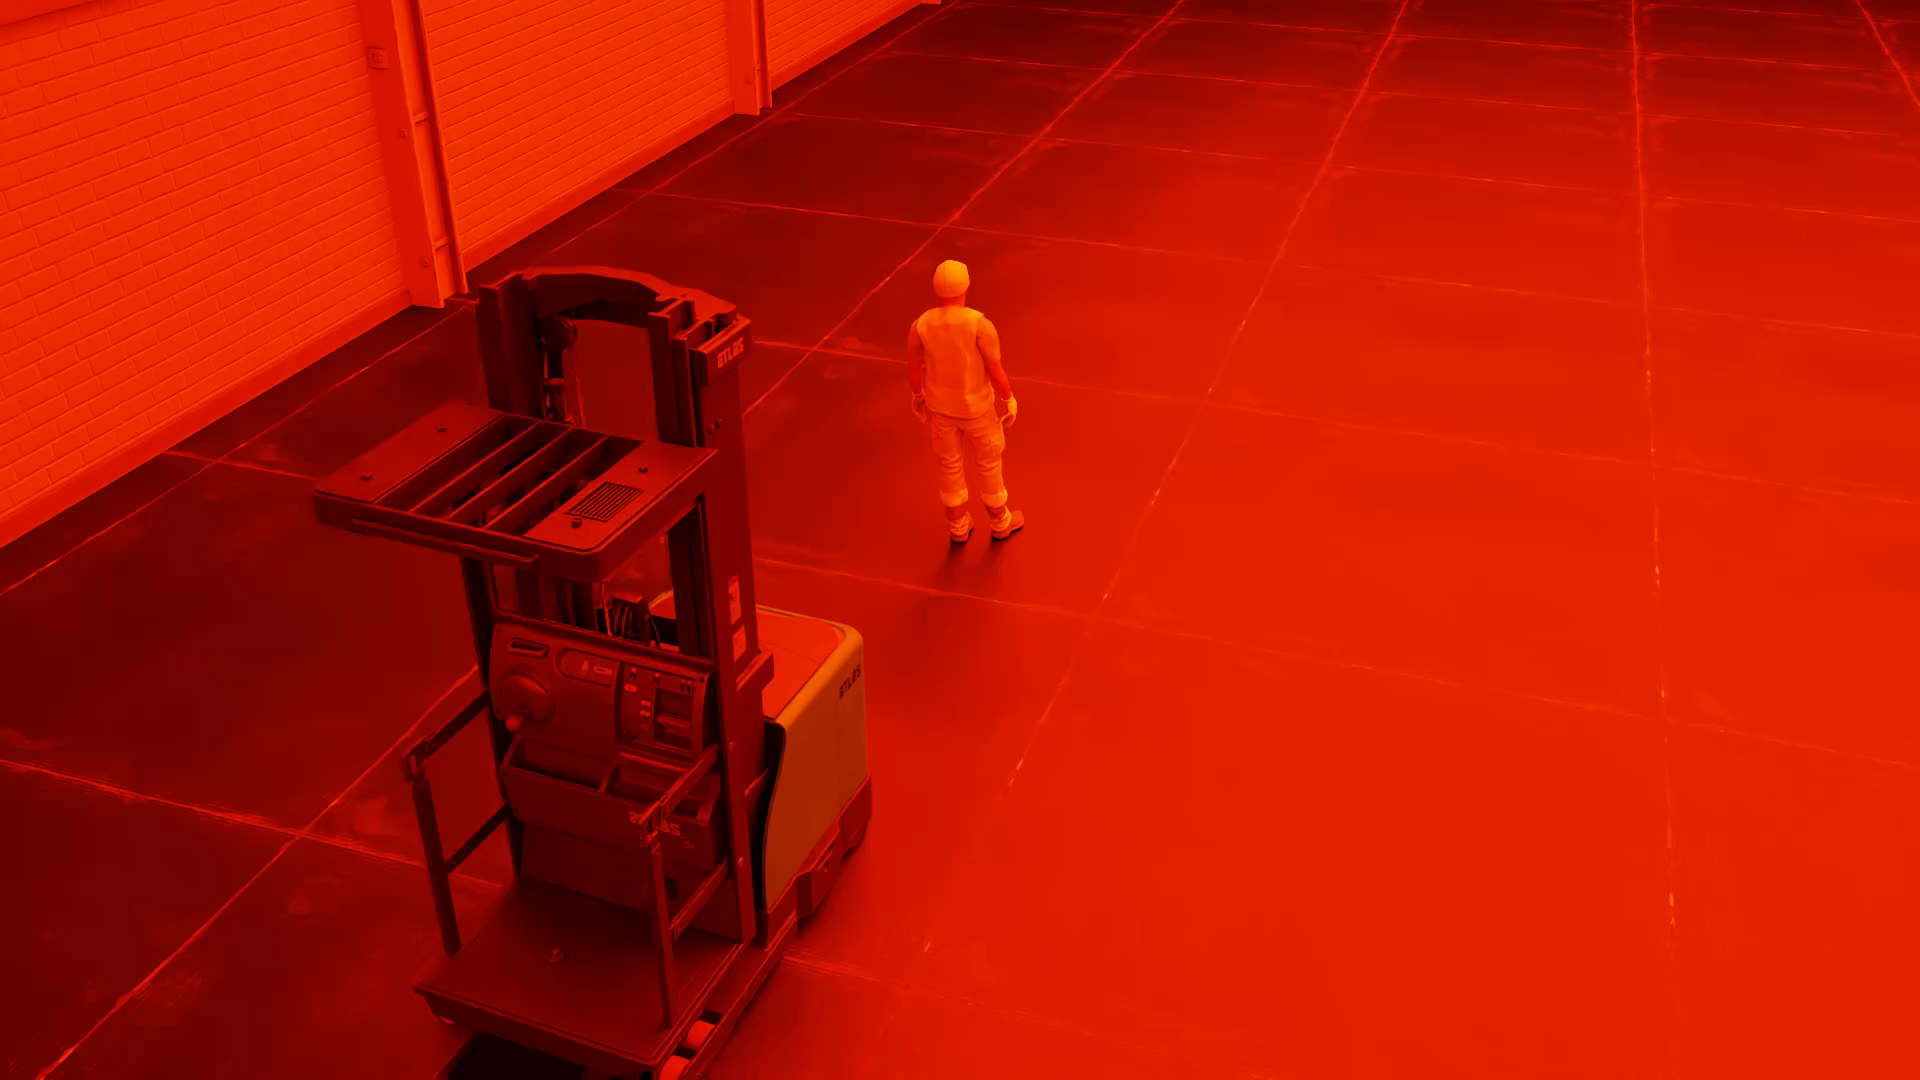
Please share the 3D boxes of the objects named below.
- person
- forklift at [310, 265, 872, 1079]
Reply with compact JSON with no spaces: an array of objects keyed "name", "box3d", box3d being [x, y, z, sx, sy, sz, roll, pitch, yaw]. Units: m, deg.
[{"name":"person","box3d":[0.038,-0.819,9.712,0.637,1.787,0.564,10,31,16]},{"name":"forklift","box3d":[-1.433,0.626,6.038,1.130,2.935,3.031,11,32,19]}]
